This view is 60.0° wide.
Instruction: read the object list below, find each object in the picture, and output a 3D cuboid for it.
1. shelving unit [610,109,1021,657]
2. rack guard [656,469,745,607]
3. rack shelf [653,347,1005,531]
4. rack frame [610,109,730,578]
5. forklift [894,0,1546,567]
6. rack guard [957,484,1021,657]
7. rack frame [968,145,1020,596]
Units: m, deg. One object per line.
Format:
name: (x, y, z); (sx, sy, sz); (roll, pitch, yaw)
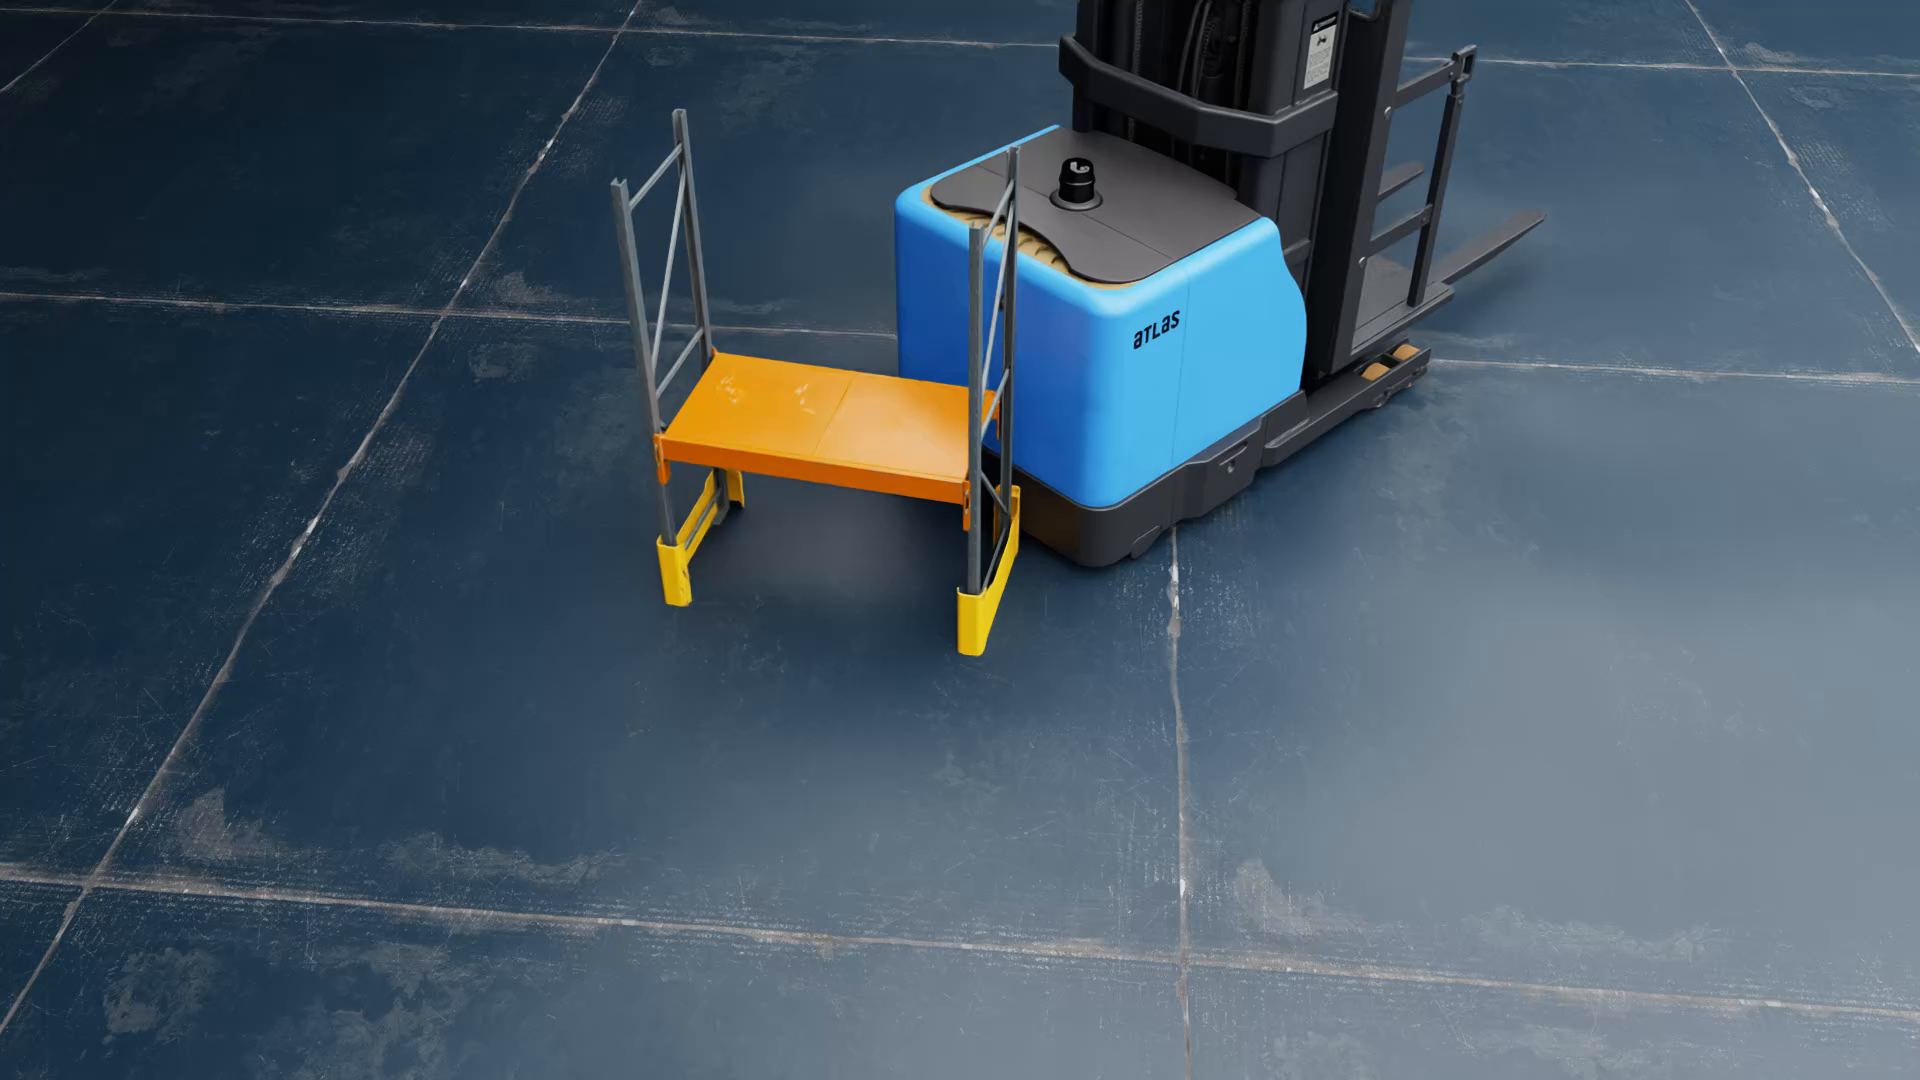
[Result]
shelving unit: (-0.387, -0.469, 5.138); (1.083, 1.500, 0.587); (9, 40, 11)
rack guard: (-0.870, -0.060, 5.625); (0.087, 0.250, 0.587); (9, 40, 11)
rack shelf: (-0.396, -0.331, 5.254); (1.000, 0.185, 0.538); (9, 40, 11)
rack frame: (-0.889, -0.547, 5.234); (0.032, 1.500, 0.500); (9, 40, 11)
forklift: (1.184, -1.860, 5.713); (3.031, 2.935, 1.130); (-31, 48, -32)
rack guard: (0.097, 0.091, 5.440); (0.087, 0.250, 0.587); (9, 40, 11)
rack frame: (0.098, -0.394, 5.046); (0.032, 1.500, 0.500); (9, 40, 11)
